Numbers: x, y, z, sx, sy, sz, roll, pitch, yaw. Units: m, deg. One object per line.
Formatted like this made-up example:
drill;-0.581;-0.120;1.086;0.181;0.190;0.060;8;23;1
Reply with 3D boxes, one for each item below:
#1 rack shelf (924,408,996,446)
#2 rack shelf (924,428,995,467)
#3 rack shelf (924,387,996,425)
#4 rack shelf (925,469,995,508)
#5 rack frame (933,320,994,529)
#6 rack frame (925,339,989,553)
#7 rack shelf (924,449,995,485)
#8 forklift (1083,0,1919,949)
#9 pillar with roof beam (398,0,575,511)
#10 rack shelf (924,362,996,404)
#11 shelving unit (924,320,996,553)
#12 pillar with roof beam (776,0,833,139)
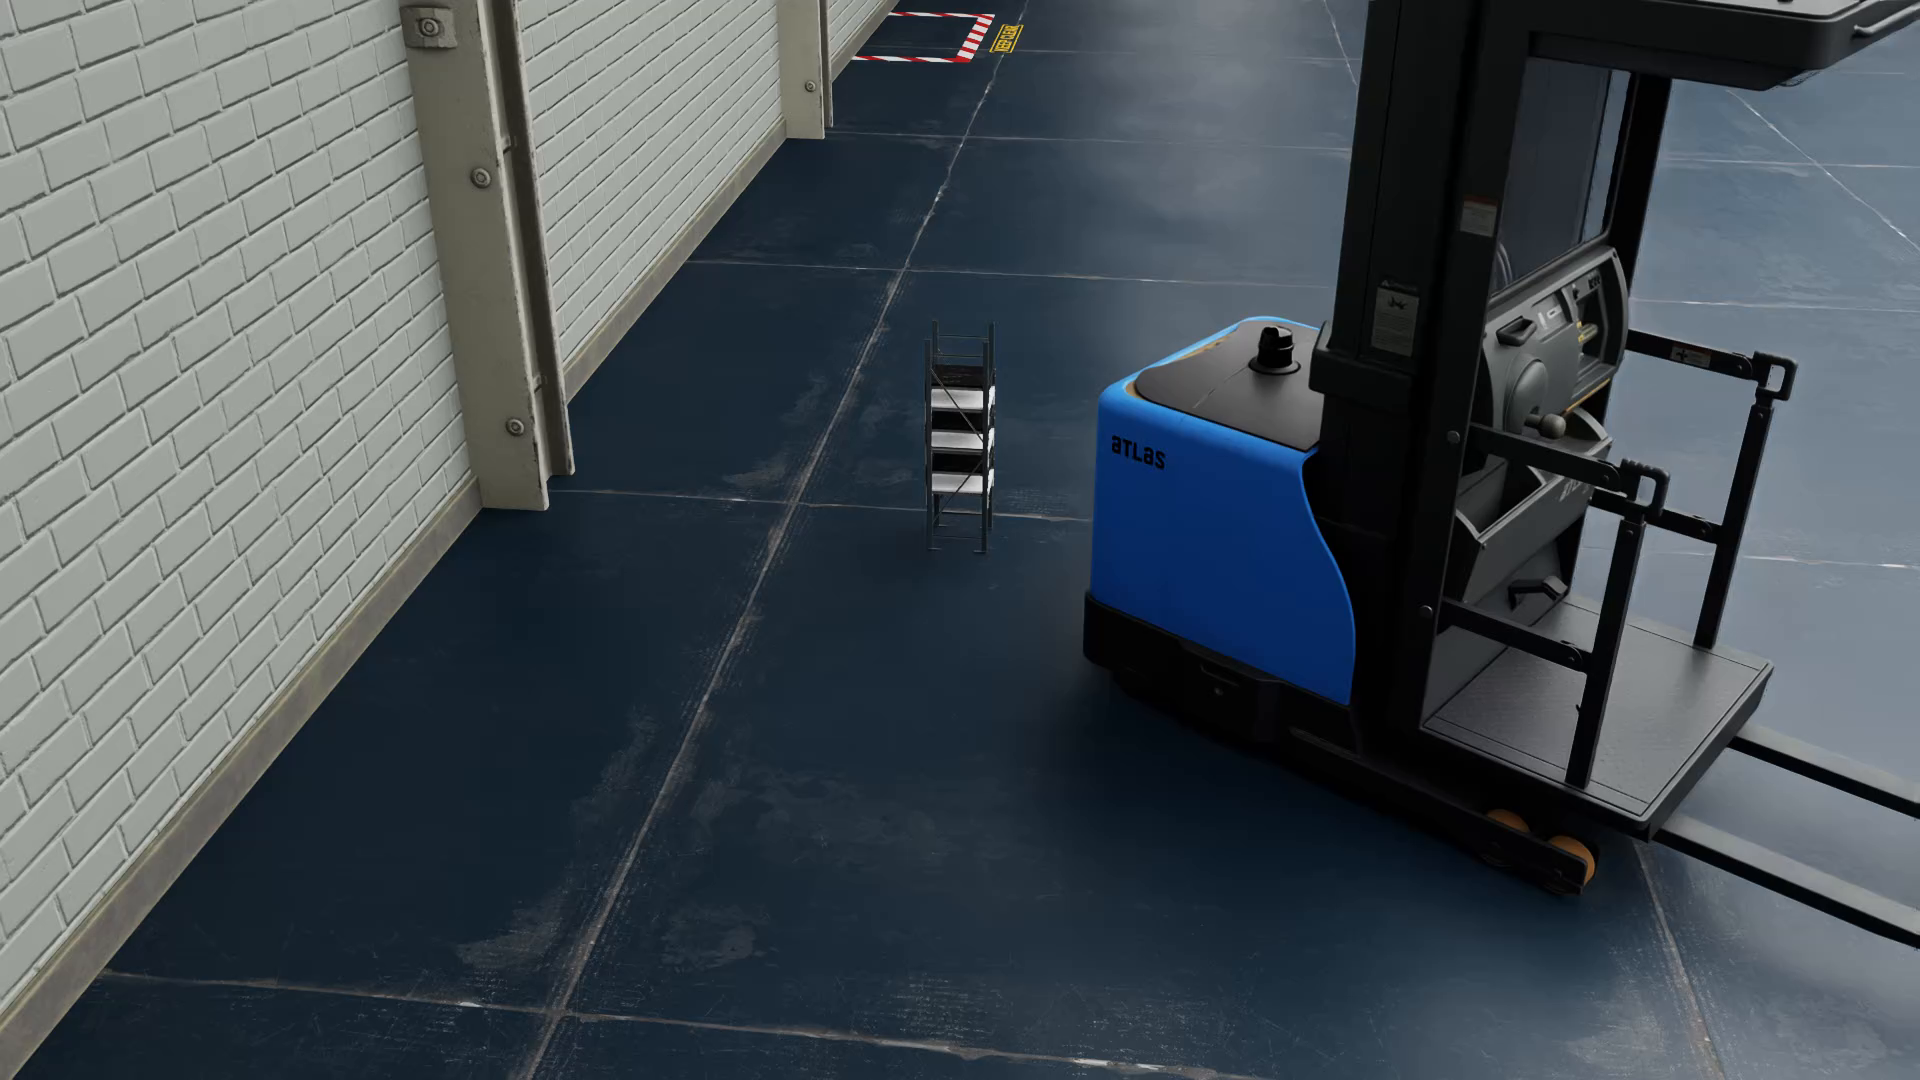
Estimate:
rack shelf;0.001;-0.450;6.517;0.258;0.077;0.200;3;28;6
rack shelf;0.001;-0.371;6.559;0.258;0.077;0.200;3;28;6
rack shelf;0.001;-0.529;6.474;0.258;0.077;0.200;3;28;6
rack shelf;0.001;-0.212;6.645;0.258;0.077;0.200;3;28;6
rack frame;0.013;-0.448;6.632;0.240;0.900;0.006;3;28;6
rack frame;-0.011;-0.352;6.455;0.240;0.900;0.006;3;28;6
rack shelf;0.001;-0.291;6.602;0.258;0.077;0.200;3;28;6
forklift;1.874;-0.542;4.666;3.031;2.935;1.130;23;36;36
pillar with roof beam;2.402;-3.936;4.569;9.100;9.000;0.400;3;28;6
rack shelf;0.001;-0.608;6.431;0.258;0.077;0.200;3;28;6
shelving unit;0.001;-0.400;6.544;0.258;0.900;0.210;3;28;6
pillar with roof beam;3.137;-6.761;9.811;9.100;9.000;0.400;3;28;6
